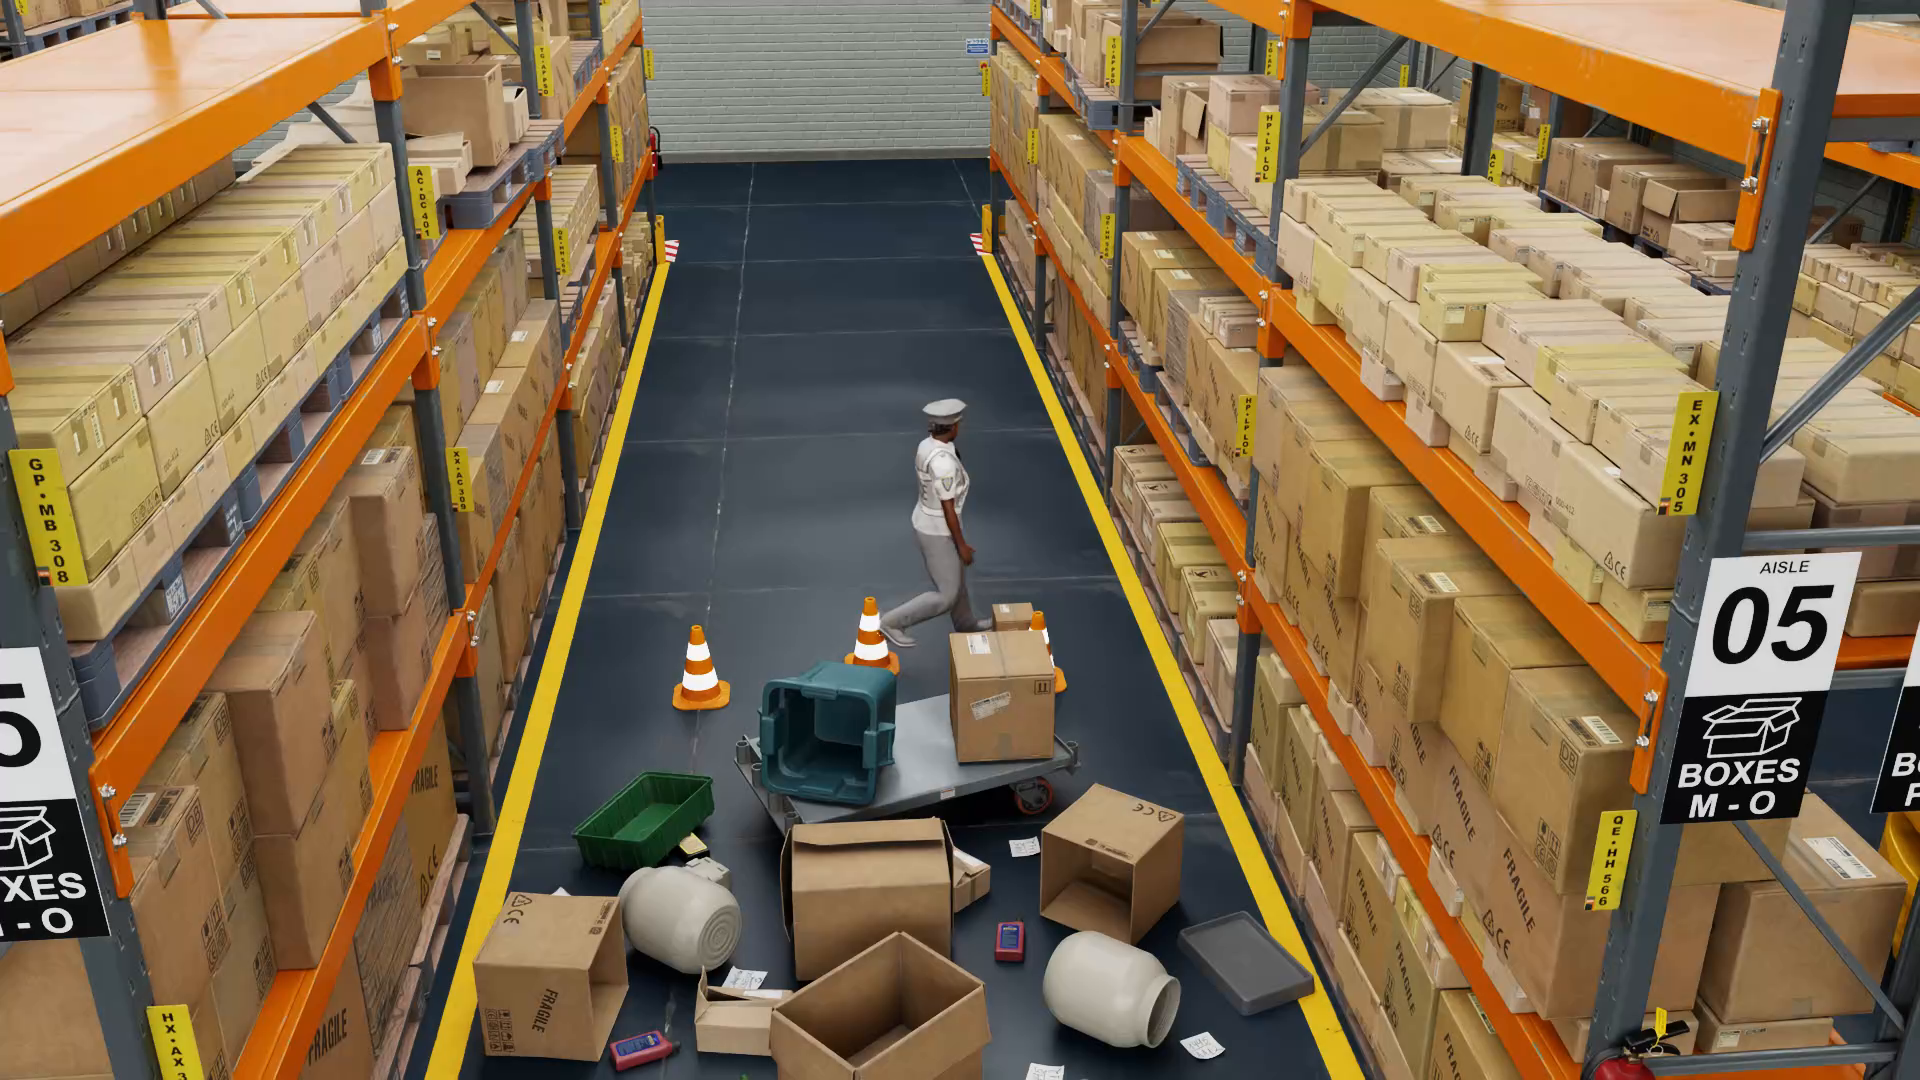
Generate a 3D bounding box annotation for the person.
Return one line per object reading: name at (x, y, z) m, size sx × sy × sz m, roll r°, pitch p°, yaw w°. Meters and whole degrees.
person at (-0.129, -0.036, 10.198) m, size 0.834 × 1.634 × 0.603 m, roll -3°, pitch 24°, yaw -7°
